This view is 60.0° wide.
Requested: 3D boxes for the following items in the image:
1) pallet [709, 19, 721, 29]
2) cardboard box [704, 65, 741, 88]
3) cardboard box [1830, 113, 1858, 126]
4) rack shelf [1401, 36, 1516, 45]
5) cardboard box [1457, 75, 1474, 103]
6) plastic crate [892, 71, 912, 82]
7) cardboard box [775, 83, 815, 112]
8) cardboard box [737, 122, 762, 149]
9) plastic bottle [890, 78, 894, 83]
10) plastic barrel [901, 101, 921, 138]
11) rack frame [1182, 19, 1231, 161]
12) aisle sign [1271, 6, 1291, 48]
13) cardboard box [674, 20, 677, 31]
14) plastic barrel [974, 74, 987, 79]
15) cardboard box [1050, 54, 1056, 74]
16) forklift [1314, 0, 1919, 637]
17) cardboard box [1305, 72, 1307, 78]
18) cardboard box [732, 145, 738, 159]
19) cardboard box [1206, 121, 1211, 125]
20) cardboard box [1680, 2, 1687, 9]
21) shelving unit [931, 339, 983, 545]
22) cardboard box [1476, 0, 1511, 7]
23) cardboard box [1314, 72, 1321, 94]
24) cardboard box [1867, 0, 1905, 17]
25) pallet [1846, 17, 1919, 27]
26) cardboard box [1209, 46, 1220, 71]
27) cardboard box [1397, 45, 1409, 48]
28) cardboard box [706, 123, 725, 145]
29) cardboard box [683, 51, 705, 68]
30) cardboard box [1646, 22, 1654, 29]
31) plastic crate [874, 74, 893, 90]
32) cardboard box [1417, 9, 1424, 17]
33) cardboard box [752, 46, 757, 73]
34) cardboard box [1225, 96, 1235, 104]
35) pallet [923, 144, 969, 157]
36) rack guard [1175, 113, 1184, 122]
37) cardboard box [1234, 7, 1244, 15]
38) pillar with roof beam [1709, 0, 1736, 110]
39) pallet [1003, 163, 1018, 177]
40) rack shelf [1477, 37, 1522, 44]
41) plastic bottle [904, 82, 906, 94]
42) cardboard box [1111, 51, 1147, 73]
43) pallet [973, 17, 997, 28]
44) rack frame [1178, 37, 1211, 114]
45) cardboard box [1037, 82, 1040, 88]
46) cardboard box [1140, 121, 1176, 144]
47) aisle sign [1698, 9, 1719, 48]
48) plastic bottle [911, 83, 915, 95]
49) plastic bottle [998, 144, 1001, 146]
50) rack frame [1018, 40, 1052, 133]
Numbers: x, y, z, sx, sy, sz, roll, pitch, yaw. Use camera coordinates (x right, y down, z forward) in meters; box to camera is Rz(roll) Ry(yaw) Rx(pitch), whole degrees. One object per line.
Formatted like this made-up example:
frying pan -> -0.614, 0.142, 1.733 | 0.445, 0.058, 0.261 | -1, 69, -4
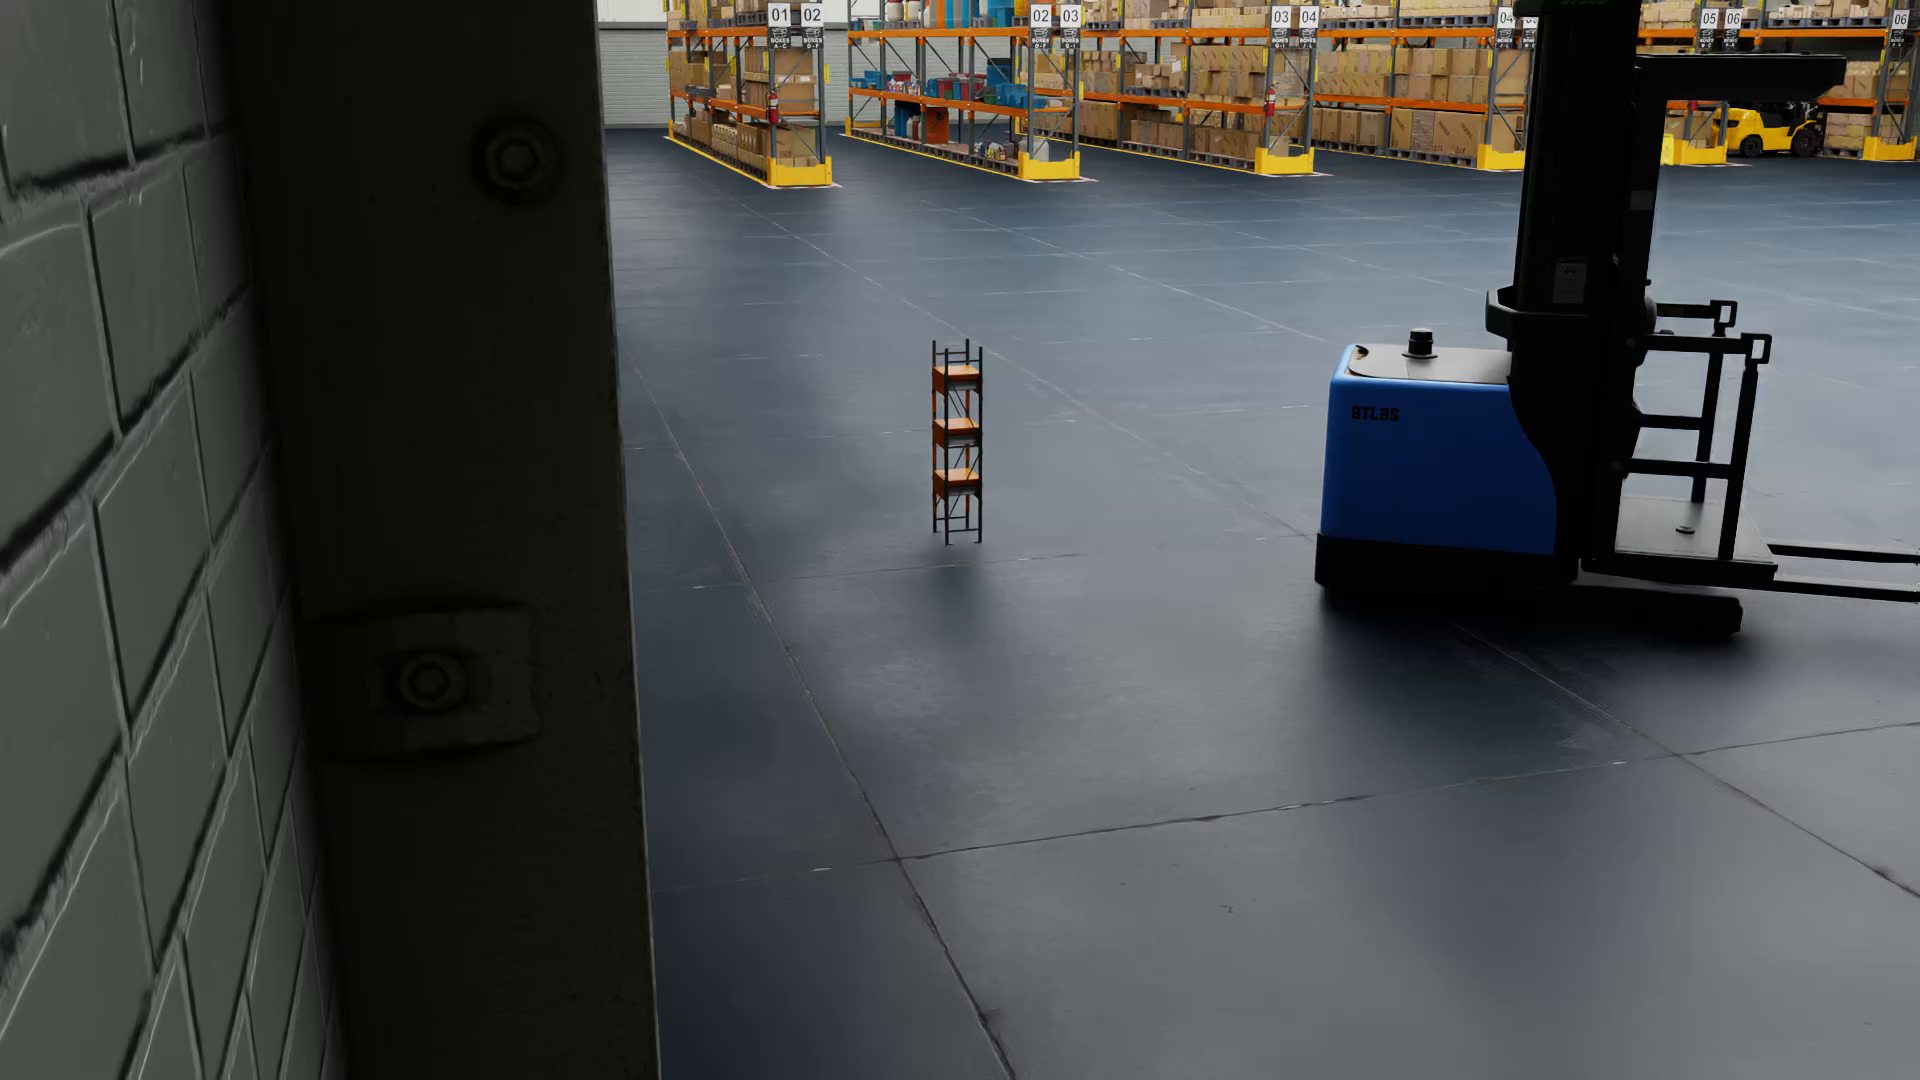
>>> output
pallet -> -4.906, -11.417, 36.791 | 1.213, 0.211, 1.003 | -4, 17, -13
cardboard box -> -5.460, -10.665, 38.273 | 0.700, 0.500, 0.500 | -12, 20, -34
cardboard box -> 20.274, -9.604, 37.954 | 0.500, 0.250, 0.500 | -4, 17, -14
rack shelf -> 13.326, -13.462, 44.523 | 1.077, 0.370, 4.000 | -5, 17, -15
cardboard box -> 11.025, -9.506, 35.056 | 0.875, 0.550, 0.550 | -5, 17, -15
plastic crate -> -1.518, -12.074, 43.651 | 0.402, 0.464, 0.583 | -5, 17, -15
cardboard box -> -3.096, -8.216, 30.849 | 0.700, 0.500, 0.500 | -5, 17, -15
cardboard box -> -4.253, -8.235, 33.832 | 0.500, 0.500, 0.500 | -5, 17, -15
plastic bottle -> -1.718, -11.590, 42.341 | 0.144, 0.351, 0.185 | -5, 17, -15
plastic barrel -> -1.186, -10.597, 41.865 | 0.600, 0.901, 0.708 | -5, 17, -15
rack frame -> 5.447, -9.927, 36.718 | 1.000, 3.000, 0.127 | -5, 17, -15
aisle sign -> 6.275, -10.025, 32.524 | 0.394, 0.787, 0.004 | -5, 17, -15
cardboard box -> -7.073, -13.251, 42.831 | 0.500, 0.250, 0.500 | -5, 17, -15
plastic barrel -> 0.431, -10.085, 37.009 | 0.433, 0.535, 0.433 | 0, 17, 0
cardboard box -> 2.731, -12.814, 44.771 | 0.500, 0.500, 0.500 | -5, 17, -15
forklift -> 3.279, -1.139, 7.583 | 3.031, 2.935, 1.130 | 5, 17, 16
cardboard box -> 8.571, -11.721, 41.881 | 0.380, 0.149, 0.250 | -4, 17, -14
cardboard box -> -4.472, -8.121, 34.754 | 0.500, 0.250, 0.500 | -5, 17, -16
cardboard box -> 7.220, -11.849, 47.342 | 0.380, 0.149, 0.250 | -5, 17, -15
cardboard box -> 15.664, -11.447, 35.614 | 0.380, 0.149, 0.250 | -4, 17, -14
shelving unit -> -0.015, -0.518, 8.782 | 0.215, 1.050, 0.252 | -5, 17, -15
cardboard box -> 10.940, -11.054, 34.096 | 0.500, 0.250, 0.500 | -4, 17, -15
cardboard box -> 9.008, -11.300, 41.115 | 0.500, 0.500, 0.500 | -5, 17, -15
cardboard box -> 20.490, -11.834, 36.775 | 0.500, 0.500, 0.500 | -4, 17, -13
pallet -> 20.677, -11.589, 37.191 | 1.003, 0.211, 1.213 | -5, 17, -15
cardboard box -> 5.602, -10.175, 35.115 | 0.500, 0.500, 0.500 | -5, 17, -15
cardboard box -> 12.386, -13.821, 46.641 | 0.380, 0.149, 0.250 | -5, 17, -16
cardboard box -> -5.661, -9.505, 38.893 | 0.500, 0.500, 0.500 | -4, 17, -13
cardboard box -> -6.666, -12.004, 41.720 | 0.500, 0.500, 0.500 | -5, 17, -15
cardboard box -> 15.382, -11.353, 36.689 | 0.380, 0.149, 0.250 | -5, 17, -17
plastic crate -> -1.970, -11.871, 43.115 | 0.392, 0.384, 0.575 | -5, 17, -15
cardboard box -> 10.226, -11.519, 36.336 | 0.380, 0.149, 0.250 | -5, 17, -16
cardboard box -> -3.674, -9.413, 32.579 | 0.700, 0.500, 0.500 | -5, 17, -15
cardboard box -> 5.756, -9.169, 34.632 | 0.380, 0.149, 0.250 | -5, 17, -15
pallet -> -0.239, -9.089, 38.775 | 1.003, 0.211, 1.213 | -5, 17, -15
rack guard -> 6.967, -12.392, 49.270 | 1.175, 0.500, 0.348 | -5, 17, -15
cardboard box -> 5.819, -10.789, 33.940 | 0.380, 0.149, 0.250 | -6, 18, -18
pillar with roof beam -> 15.733, -14.454, 41.360 | 9.100, 9.000, 0.400 | -5, 17, -15
pallet -> 1.500, -7.336, 32.939 | 1.003, 0.211, 1.213 | -5, 17, -15
rack shelf -> 16.999, -14.962, 49.516 | 1.077, 0.370, 4.000 | -5, 17, -15
plastic bottle -> -1.338, -11.068, 40.720 | 0.061, 0.283, 0.133 | -5, 17, -15
cardboard box -> 4.162, -11.765, 40.920 | 0.797, 0.503, 0.637 | -4, 17, -13
pallet -> 0.977, -10.690, 34.371 | 1.213, 0.211, 1.003 | -5, 17, -15
rack frame -> 6.946, -13.610, 48.980 | 1.000, 3.000, 0.127 | -5, 17, -15
cardboard box -> 2.353, -12.576, 45.974 | 0.380, 0.149, 0.250 | -5, 17, -17
cardboard box -> 4.716, -9.711, 39.578 | 0.700, 0.500, 0.500 | -6, 18, -20
aisle sign -> 15.813, -10.809, 35.135 | 0.394, 0.787, 0.004 | -5, 17, -15
plastic bottle -> -1.121, -10.863, 40.058 | 0.097, 0.271, 0.097 | 0, 17, 0
plastic bottle -> 0.812, -8.034, 34.387 | 0.152, 0.276, 0.135 | -5, 17, -15
rack frame -> 2.149, -13.246, 47.768 | 1.000, 3.000, 0.127 | -5, 17, -15
